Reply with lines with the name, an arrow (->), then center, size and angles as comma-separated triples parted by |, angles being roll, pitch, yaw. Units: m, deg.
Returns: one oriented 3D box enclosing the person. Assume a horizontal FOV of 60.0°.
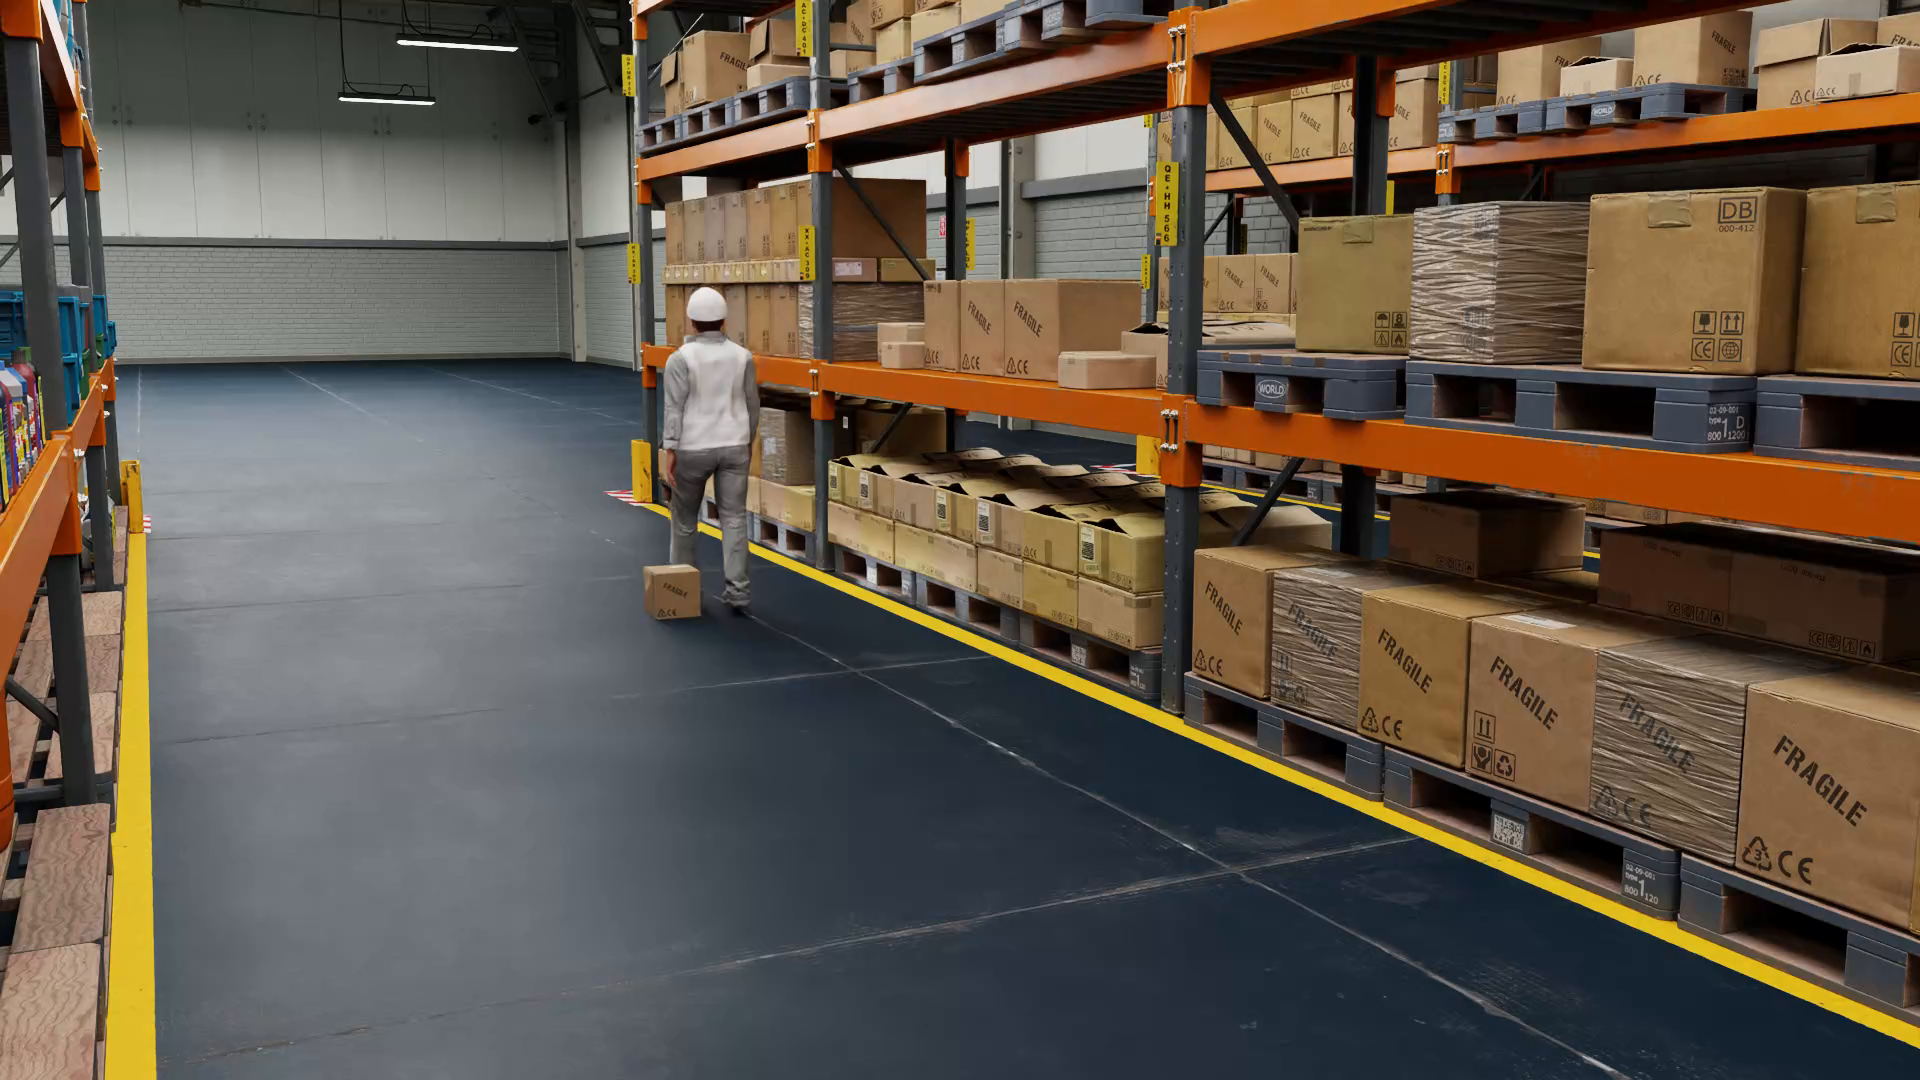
person -> -1.425, -0.529, 9.275 | 0.570, 1.714, 1.015 | -3, 9, -20
